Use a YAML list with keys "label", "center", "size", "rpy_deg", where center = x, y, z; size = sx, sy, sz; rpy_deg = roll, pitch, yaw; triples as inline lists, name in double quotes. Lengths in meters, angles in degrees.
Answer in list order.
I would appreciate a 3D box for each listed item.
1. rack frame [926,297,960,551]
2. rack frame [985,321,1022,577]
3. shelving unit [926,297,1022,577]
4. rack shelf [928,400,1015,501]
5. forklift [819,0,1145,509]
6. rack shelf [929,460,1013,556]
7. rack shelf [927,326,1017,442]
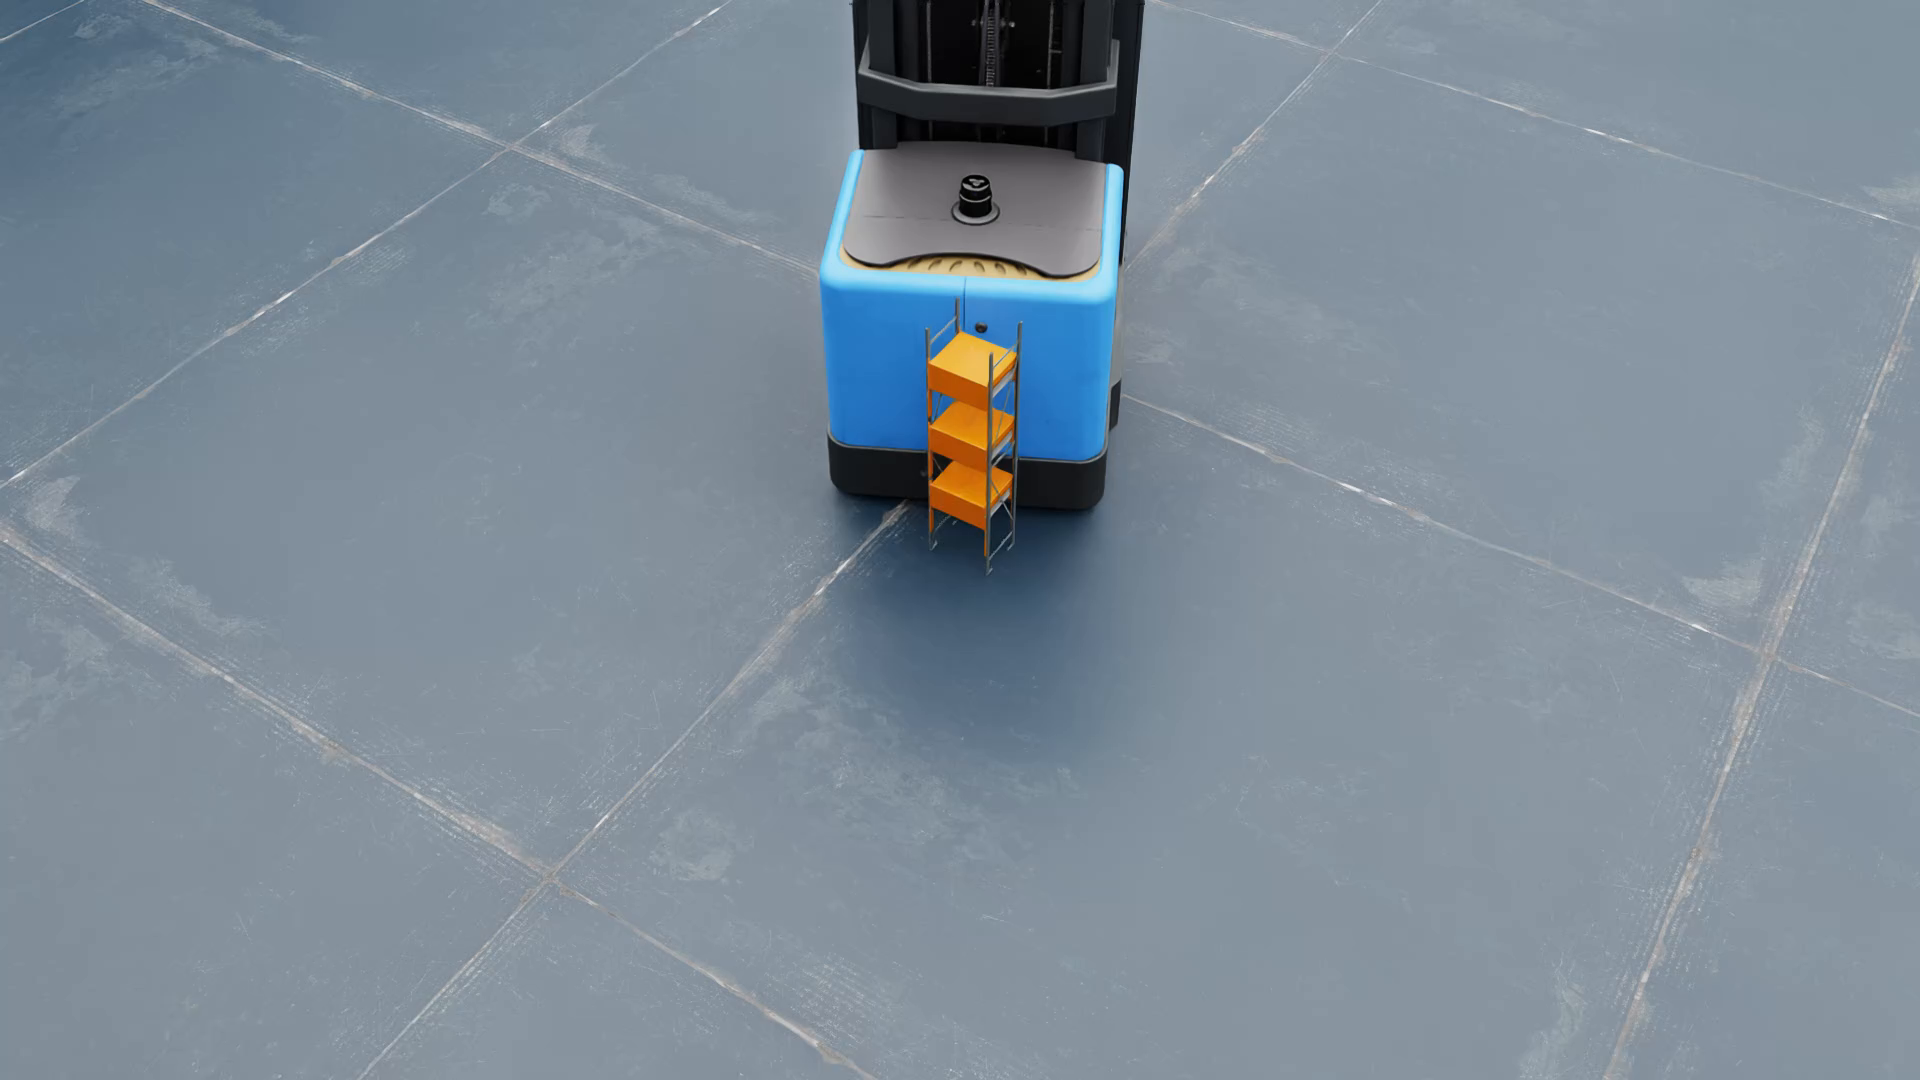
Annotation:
- label: "rack frame"
  center: [-0.058, -0.386, 5.893]
  size: [0.008, 1.050, 0.200]
  rpy_deg: [24, 50, 22]
- label: "rack frame"
  center: [0.149, -0.293, 5.803]
  size: [0.008, 1.050, 0.200]
  rpy_deg: [24, 50, 22]
- label: "shelving unit"
  center: [0.045, -0.340, 5.848]
  size: [0.252, 1.050, 0.215]
  rpy_deg: [24, 50, 22]
- label: "rack shelf"
  center: [0.045, -0.332, 5.855]
  size: [0.240, 0.259, 0.215]
  rpy_deg: [24, 50, 22]
- label: "forklift"
  center: [0.166, -2.197, 6.341]
  size: [1.130, 2.935, 3.031]
  rpy_deg: [4, 46, 4]
- label: "rack shelf"
  center: [0.045, -0.138, 6.054]
  size: [0.240, 0.259, 0.215]
  rpy_deg: [24, 50, 22]
- label: "rack shelf"
  center: [0.046, -0.531, 5.652]
  size: [0.240, 0.259, 0.215]
  rpy_deg: [24, 50, 22]
